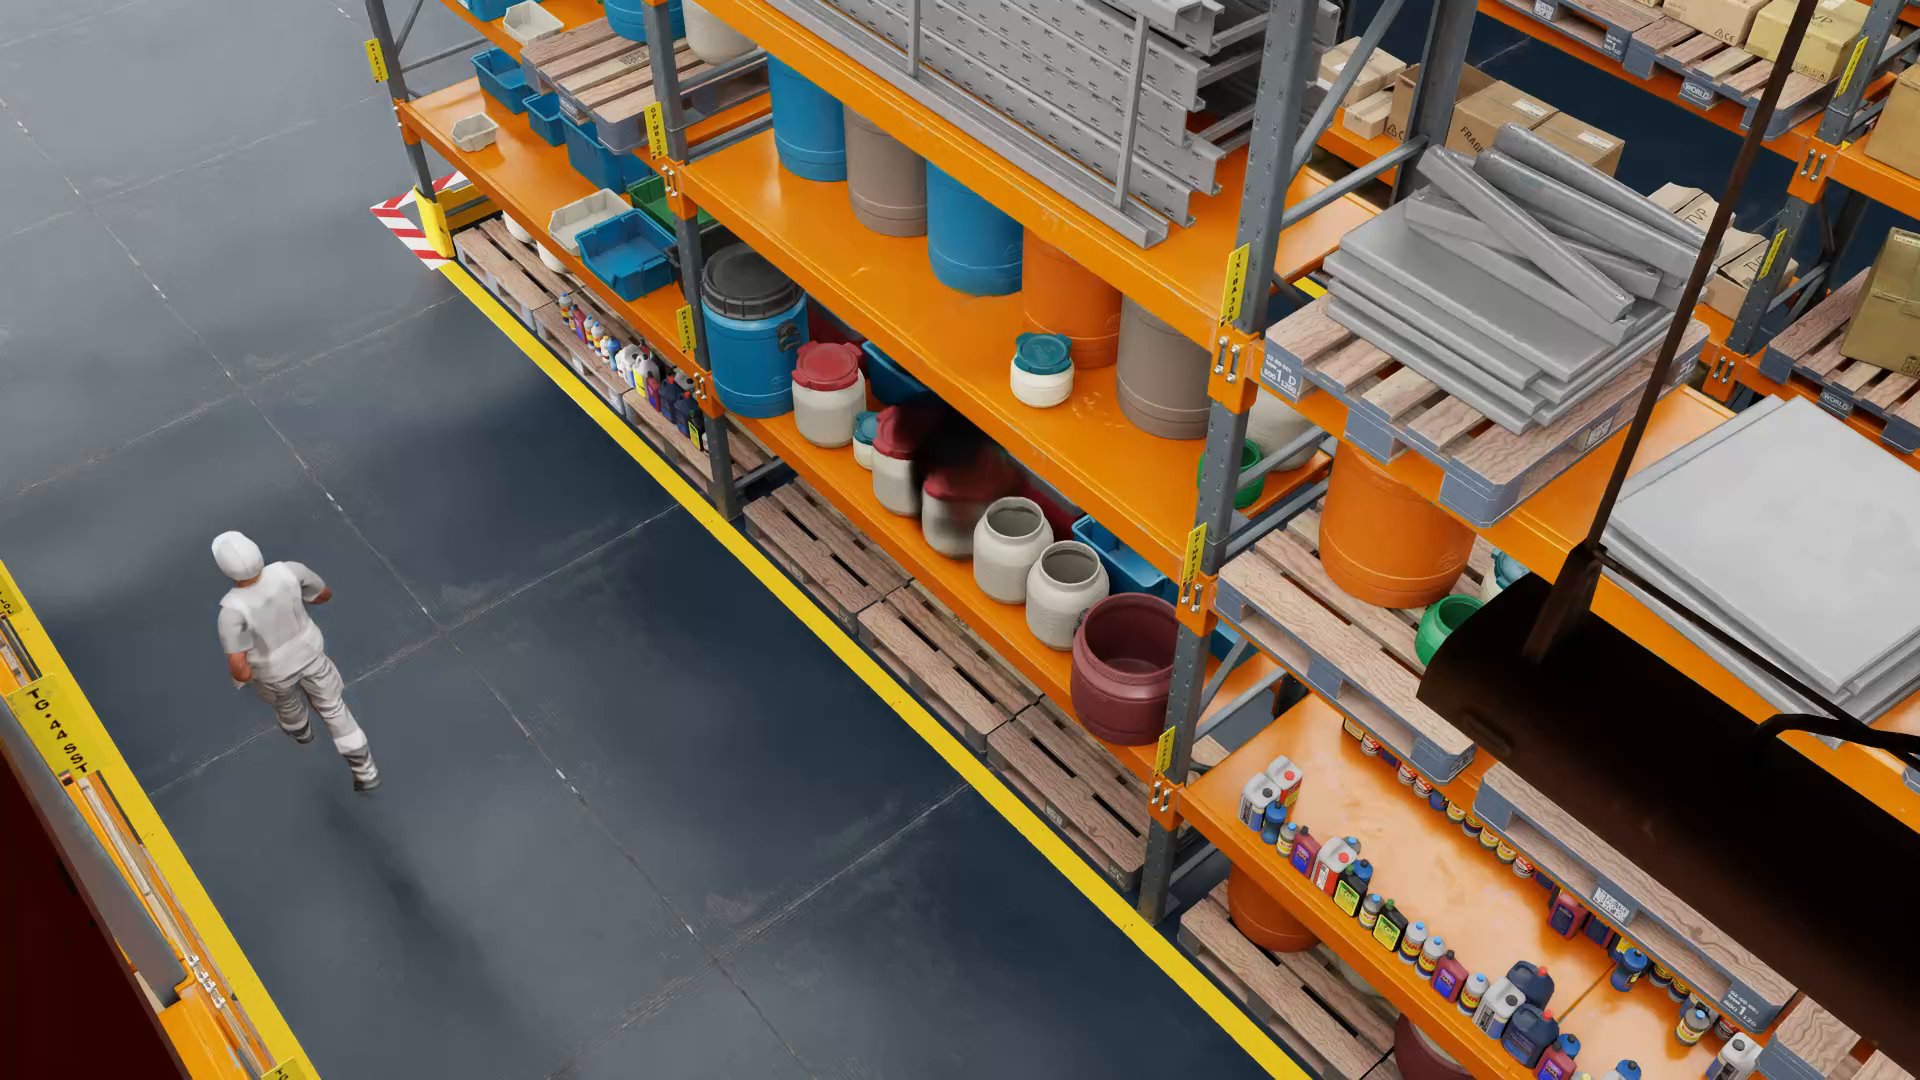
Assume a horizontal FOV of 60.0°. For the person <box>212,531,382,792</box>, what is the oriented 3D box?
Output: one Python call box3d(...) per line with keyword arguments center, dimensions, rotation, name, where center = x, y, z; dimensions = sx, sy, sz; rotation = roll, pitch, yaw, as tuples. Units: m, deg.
box3d(center=(-3.532, 0.625, 8.750), dimensions=(0.649, 1.823, 0.937), rotation=(-36, 56, -29), name="person")
